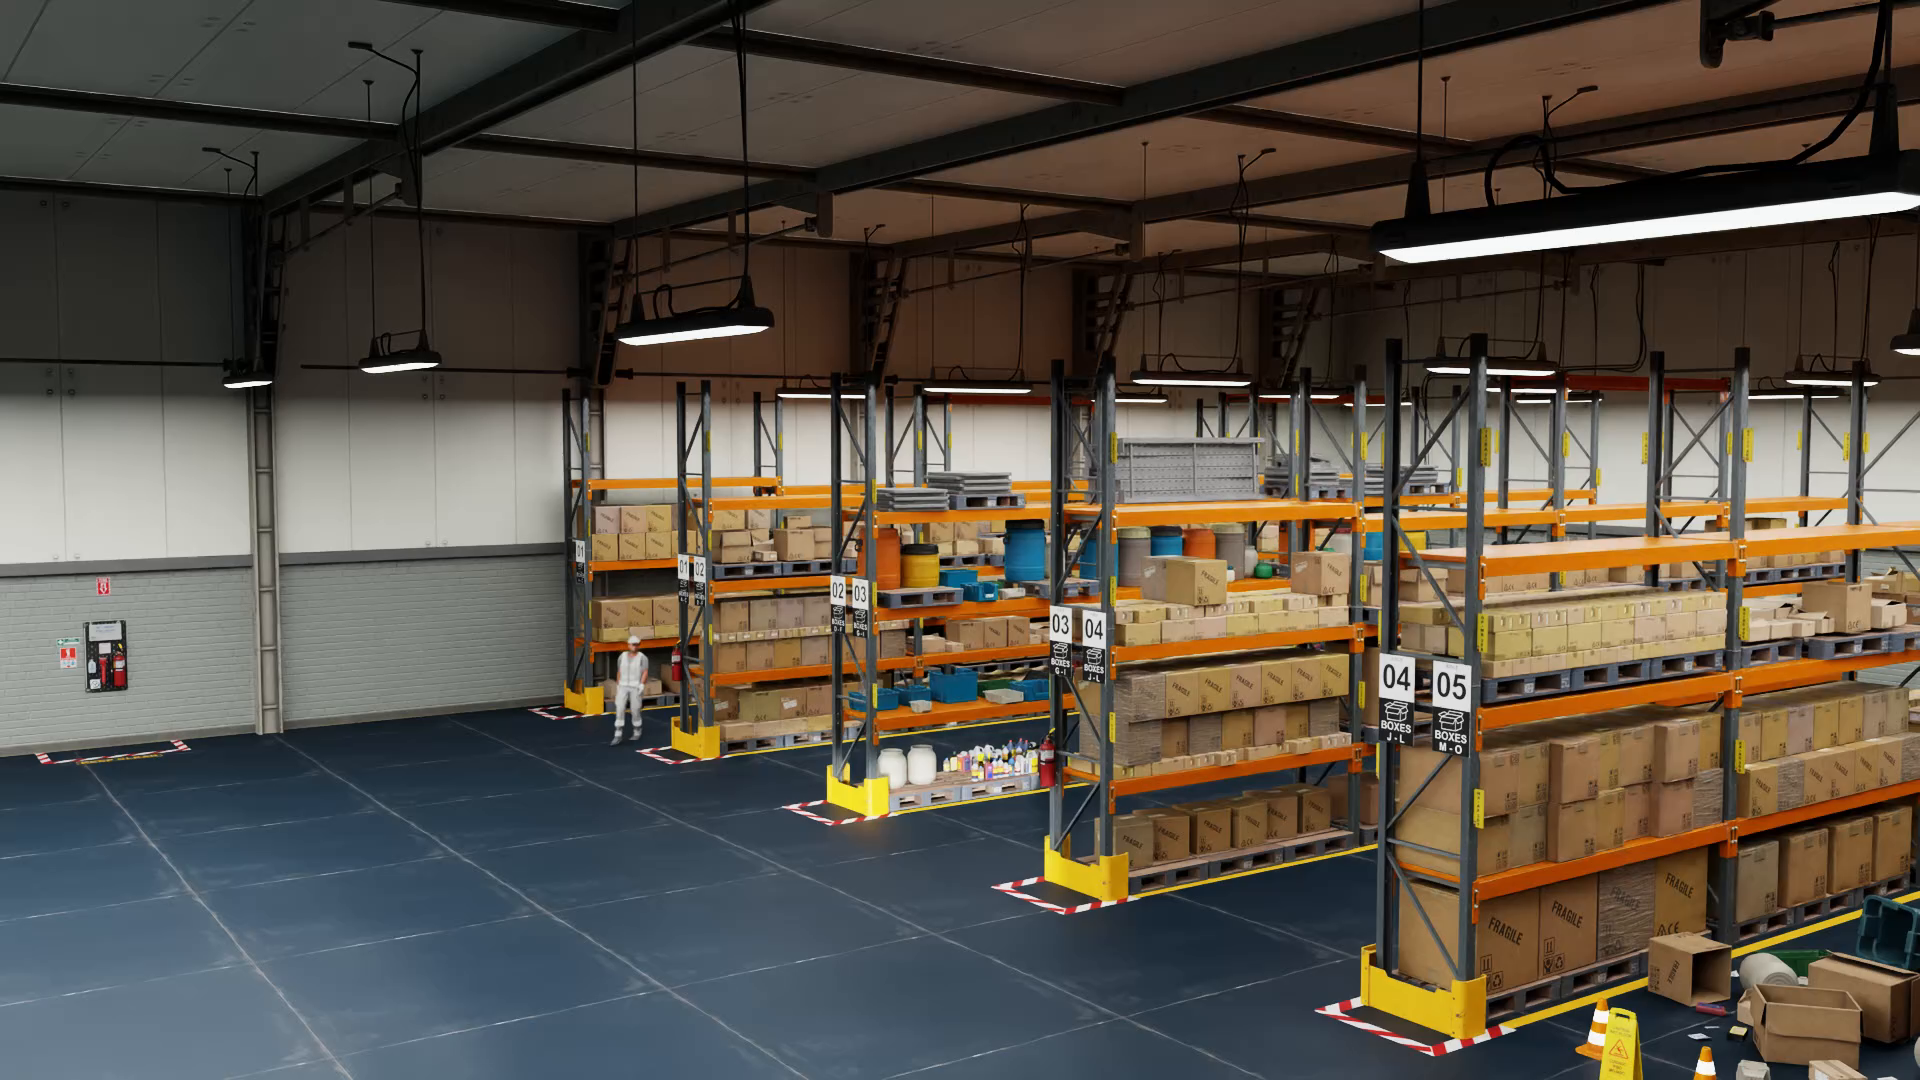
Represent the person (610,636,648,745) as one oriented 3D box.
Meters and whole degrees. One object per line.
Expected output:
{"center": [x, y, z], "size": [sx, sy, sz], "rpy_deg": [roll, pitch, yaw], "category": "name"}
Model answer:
{"center": [-5.524, 2.510, 27.709], "size": [0.563, 1.778, 0.790], "rpy_deg": [0, 4, 4], "category": "person"}
